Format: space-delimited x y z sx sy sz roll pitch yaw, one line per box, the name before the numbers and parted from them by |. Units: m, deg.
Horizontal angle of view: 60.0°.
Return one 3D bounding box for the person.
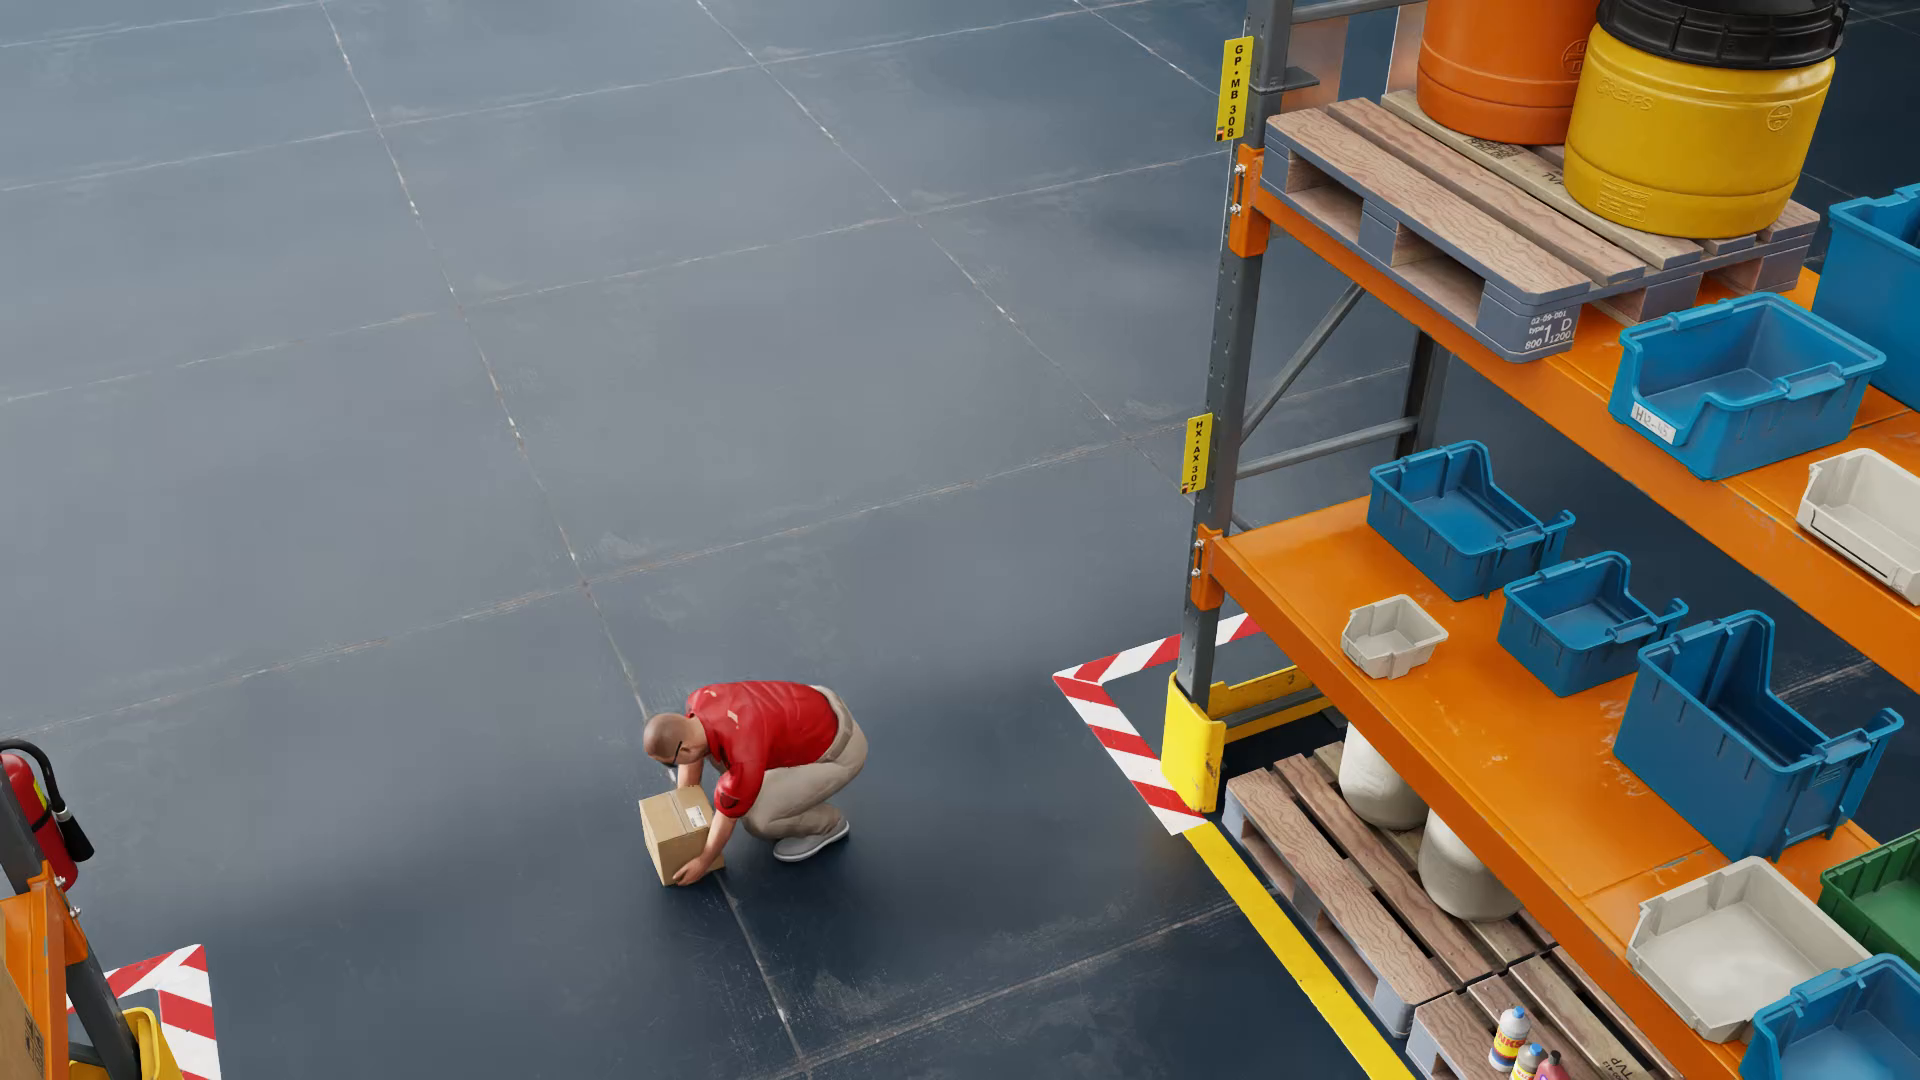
person | -0.788 0.881 6.498 0.872 0.857 0.529 -16 40 -20
